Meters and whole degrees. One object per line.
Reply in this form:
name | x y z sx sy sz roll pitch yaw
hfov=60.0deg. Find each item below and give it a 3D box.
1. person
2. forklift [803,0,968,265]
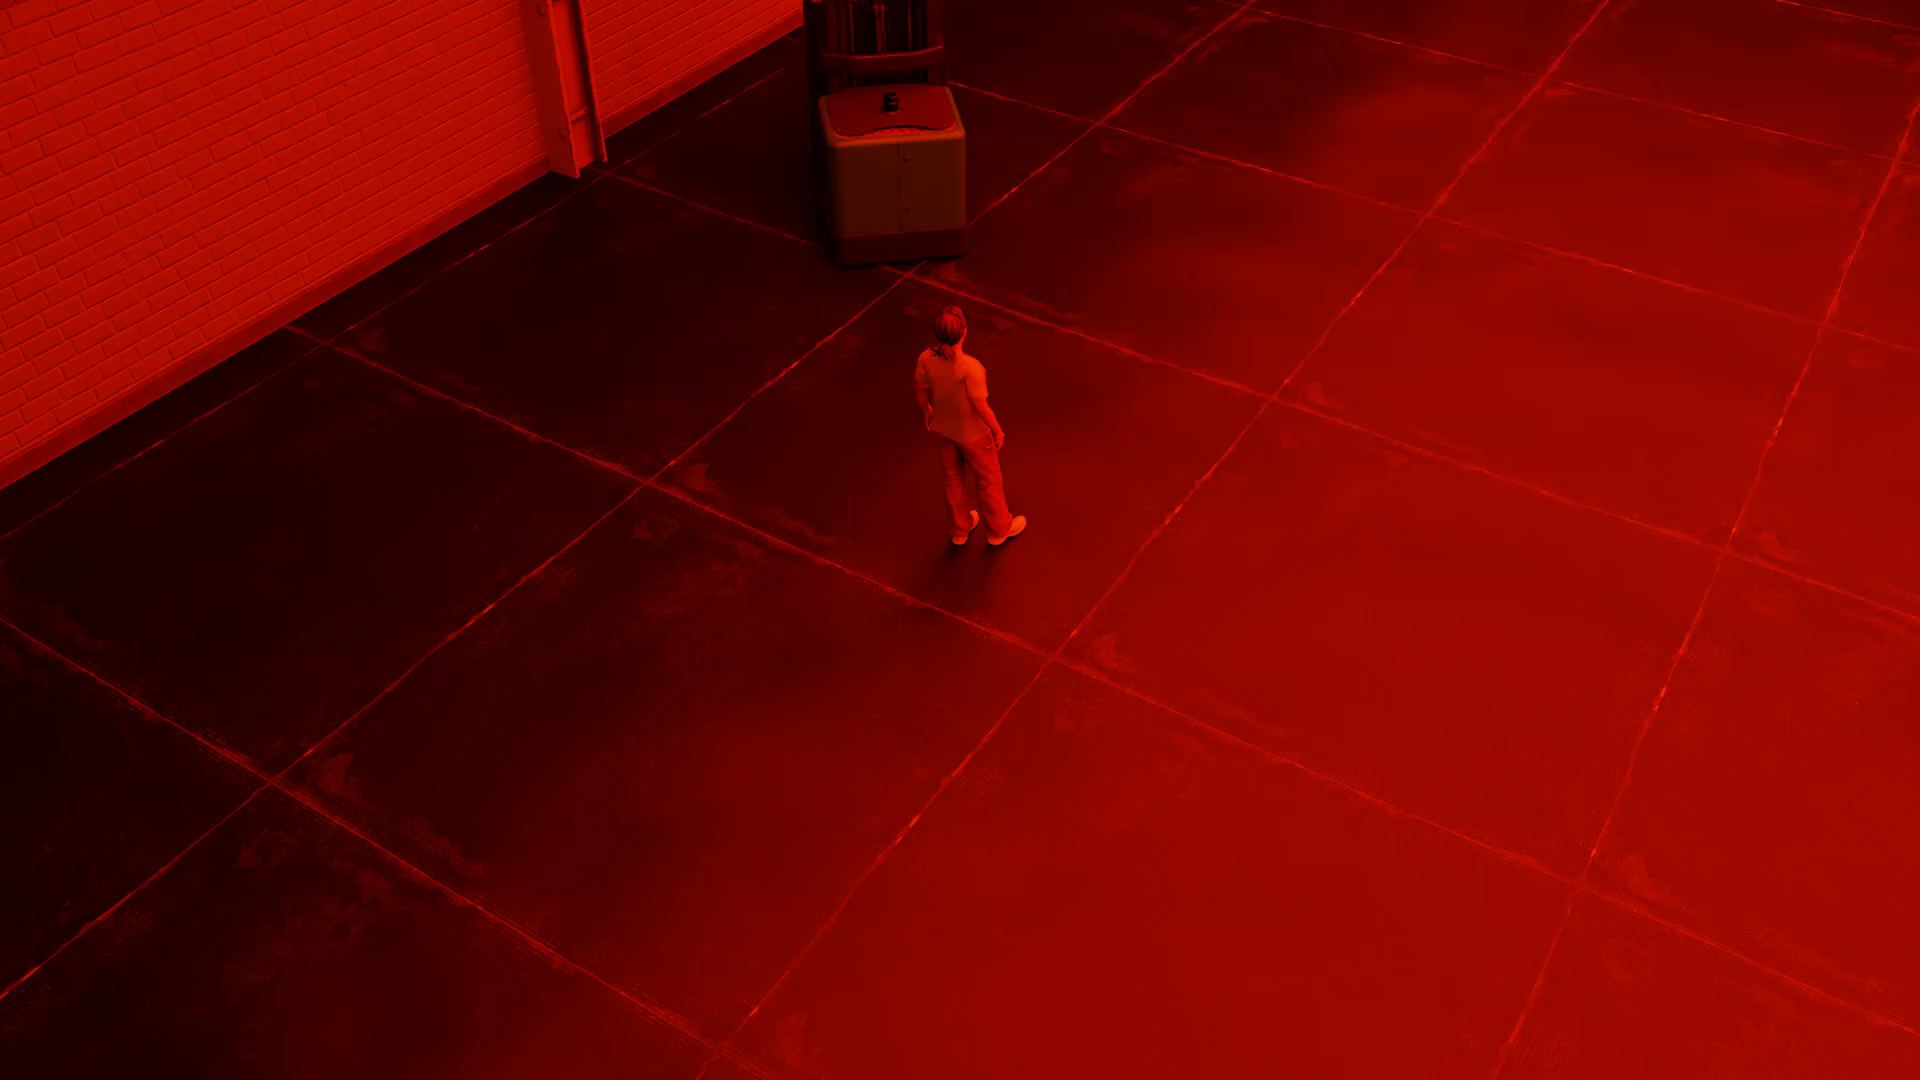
person | 0.049 -0.682 9.731 0.554 1.673 0.548 22 45 24
forklift | -0.688 -4.155 12.871 1.130 2.935 3.031 -6 41 -7
